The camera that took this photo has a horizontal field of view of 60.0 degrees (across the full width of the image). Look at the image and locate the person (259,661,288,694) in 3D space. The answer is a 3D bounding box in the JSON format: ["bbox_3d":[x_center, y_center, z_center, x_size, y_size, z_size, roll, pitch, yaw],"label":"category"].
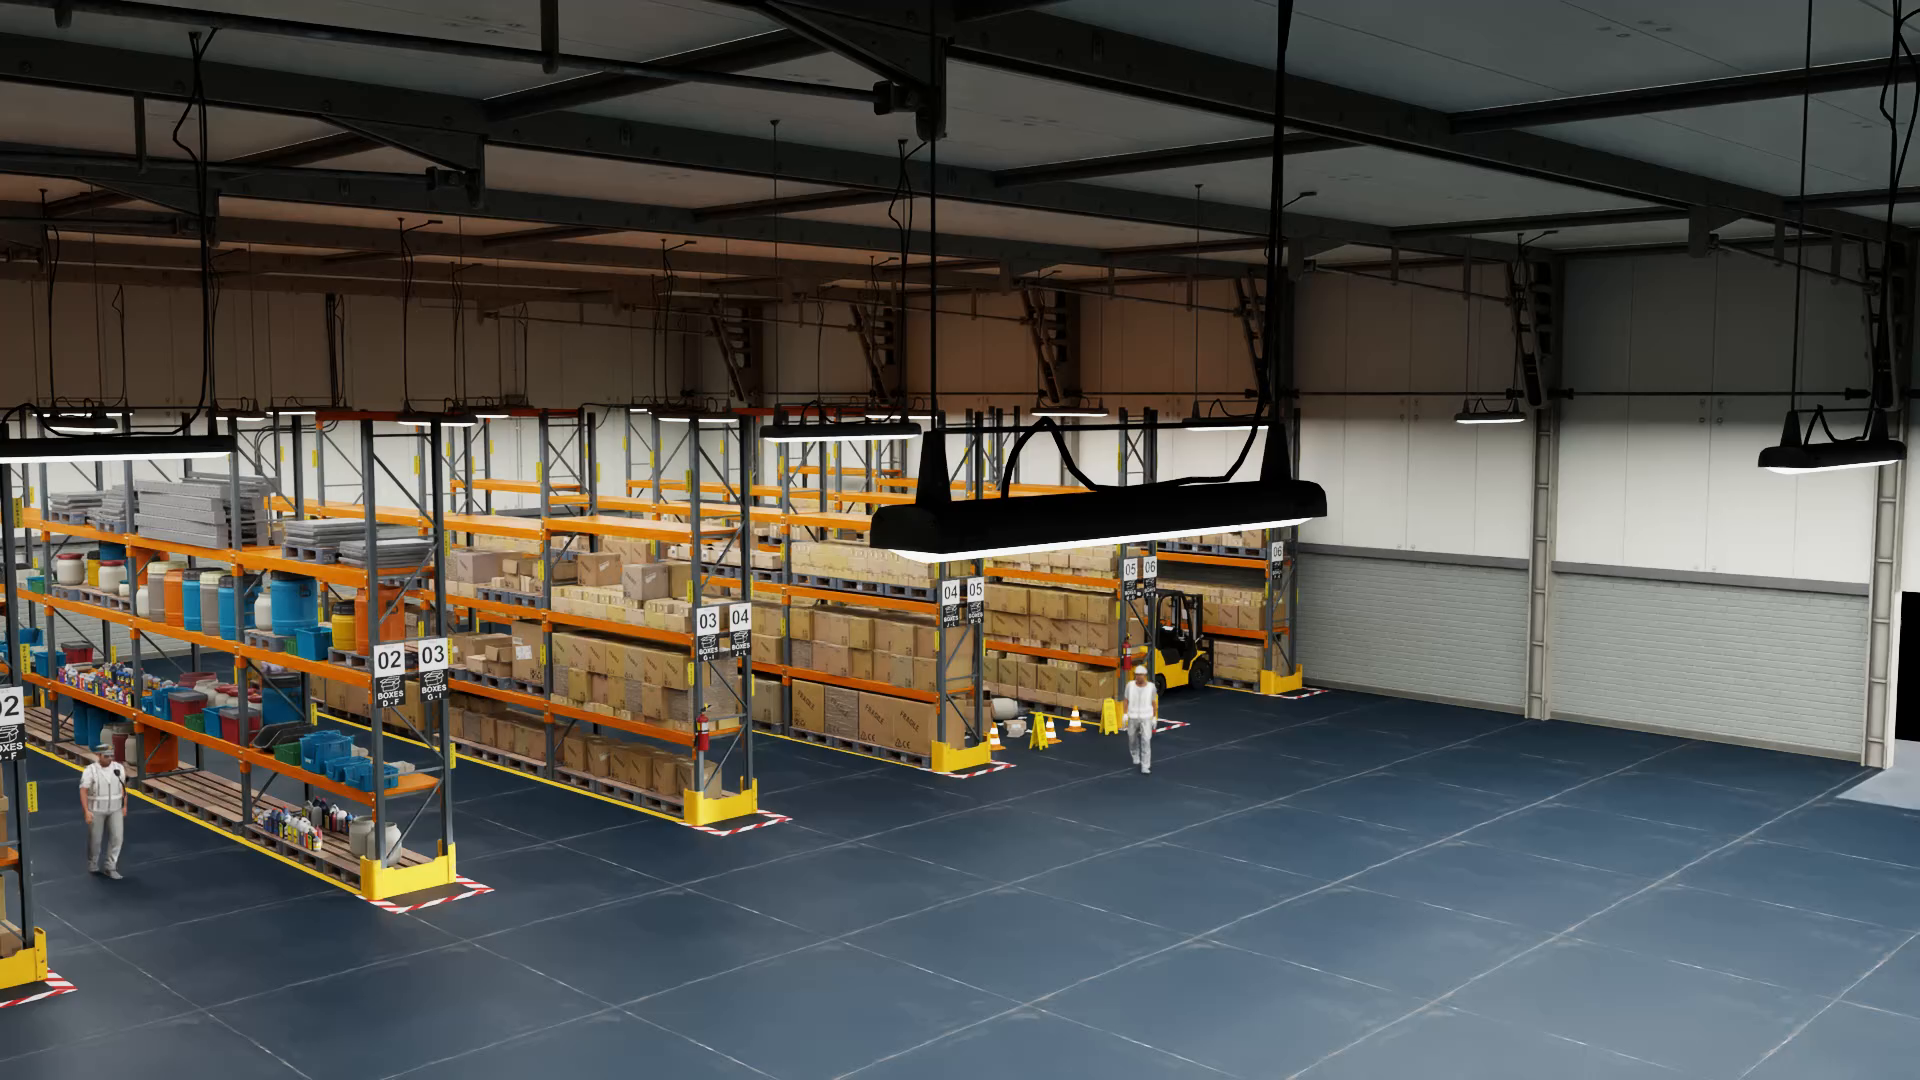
[{"bbox_3d":[-12.870,2.750,31.304,1.022,1.588,0.564,4,7,41],"label":"person"}]

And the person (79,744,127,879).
[{"bbox_3d":[-11.224,3.563,21.840,0.682,1.782,0.616,4,7,41],"label":"person"}]

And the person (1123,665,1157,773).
[{"bbox_3d":[3.033,2.974,27.923,0.551,1.770,0.831,1,5,15],"label":"person"}]
